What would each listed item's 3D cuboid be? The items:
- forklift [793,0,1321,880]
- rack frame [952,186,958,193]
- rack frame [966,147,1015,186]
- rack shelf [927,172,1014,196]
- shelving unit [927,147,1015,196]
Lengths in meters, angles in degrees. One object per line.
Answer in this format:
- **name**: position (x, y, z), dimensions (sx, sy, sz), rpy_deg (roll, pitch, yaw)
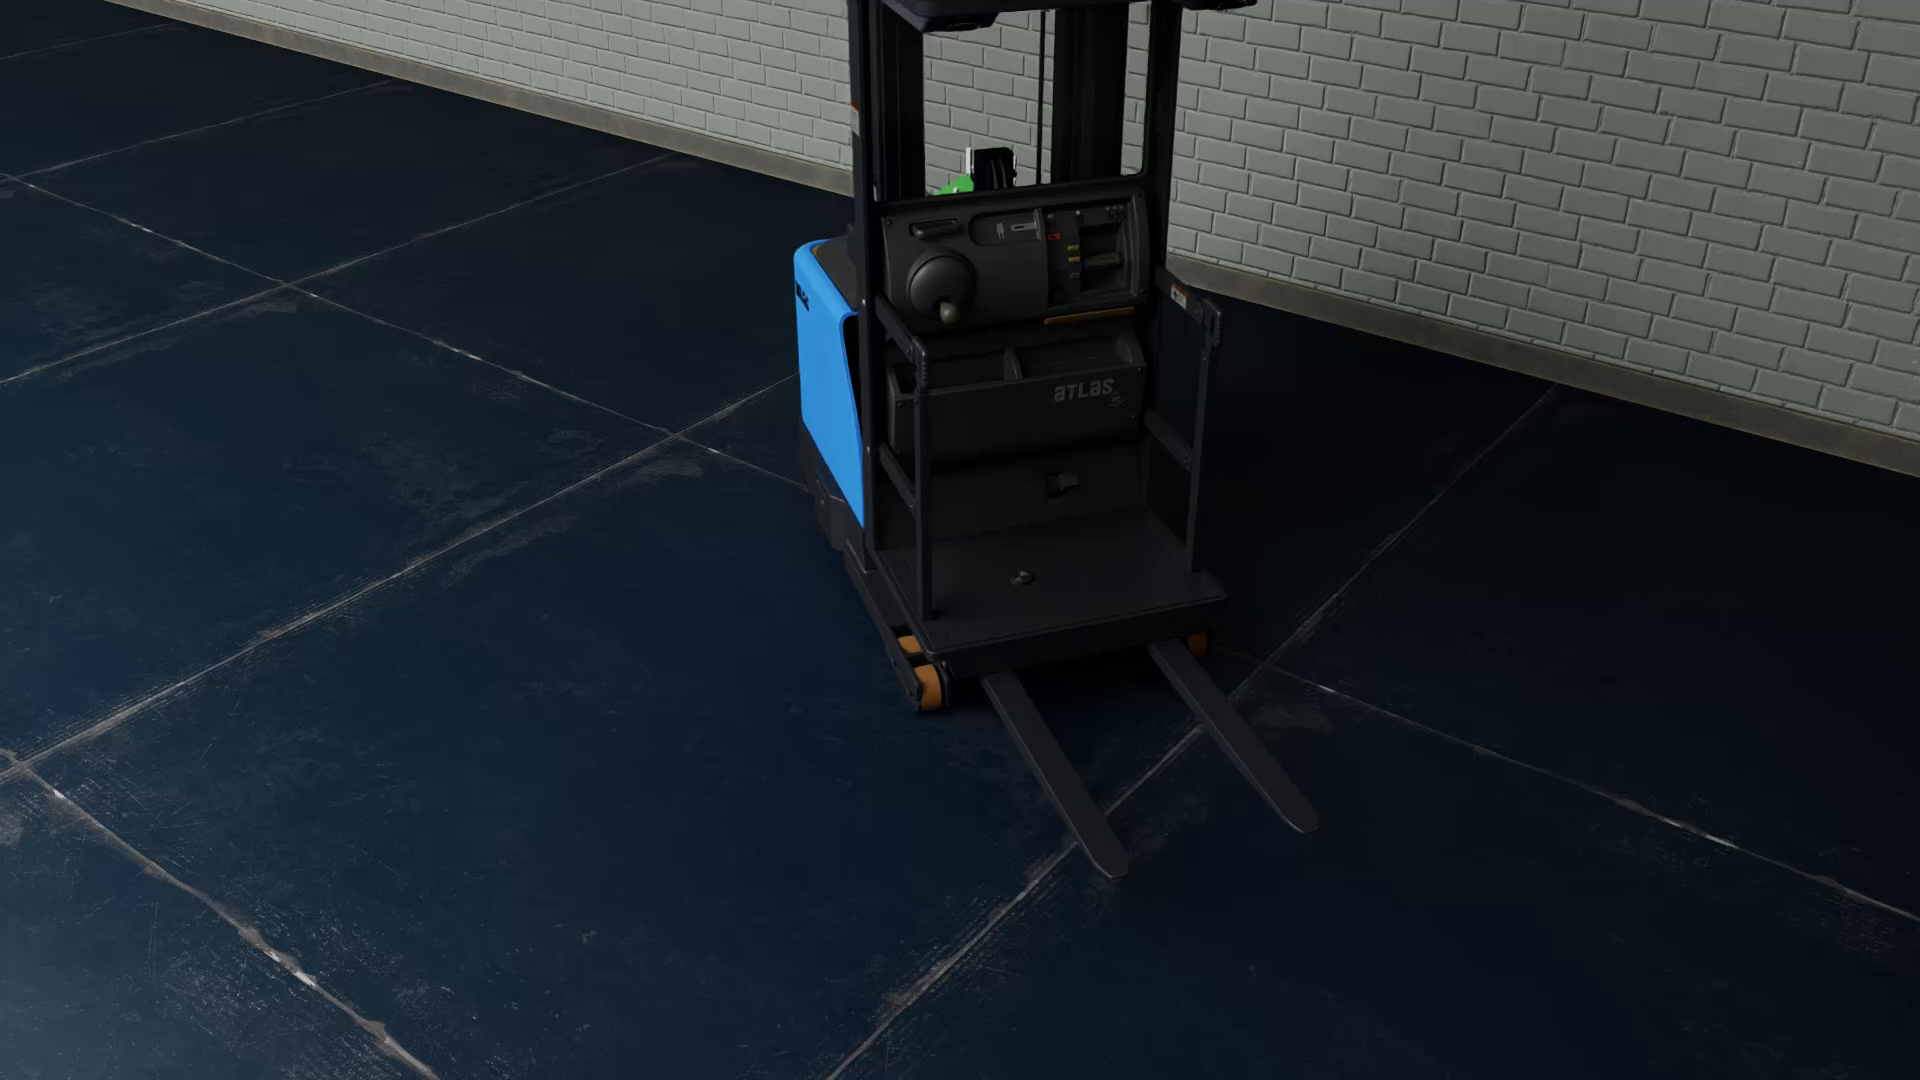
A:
- **forklift**: position (0.265, -0.898, 5.391), dimensions (1.130, 2.935, 3.031), rpy_deg (-10, 32, -16)
- **rack frame**: position (-0.115, -0.966, 7.204), dimensions (0.240, 1.200, 0.015), rpy_deg (17, 35, 26)
- **rack frame**: position (0.133, -1.180, 7.565), dimensions (0.240, 1.200, 0.015), rpy_deg (17, 35, 26)
- **rack shelf**: position (0.009, -1.431, 7.172), dimensions (0.258, 0.148, 0.480), rpy_deg (17, 35, 26)
- **shelving unit**: position (0.009, -1.073, 7.384), dimensions (0.258, 1.200, 0.503), rpy_deg (17, 35, 26)
